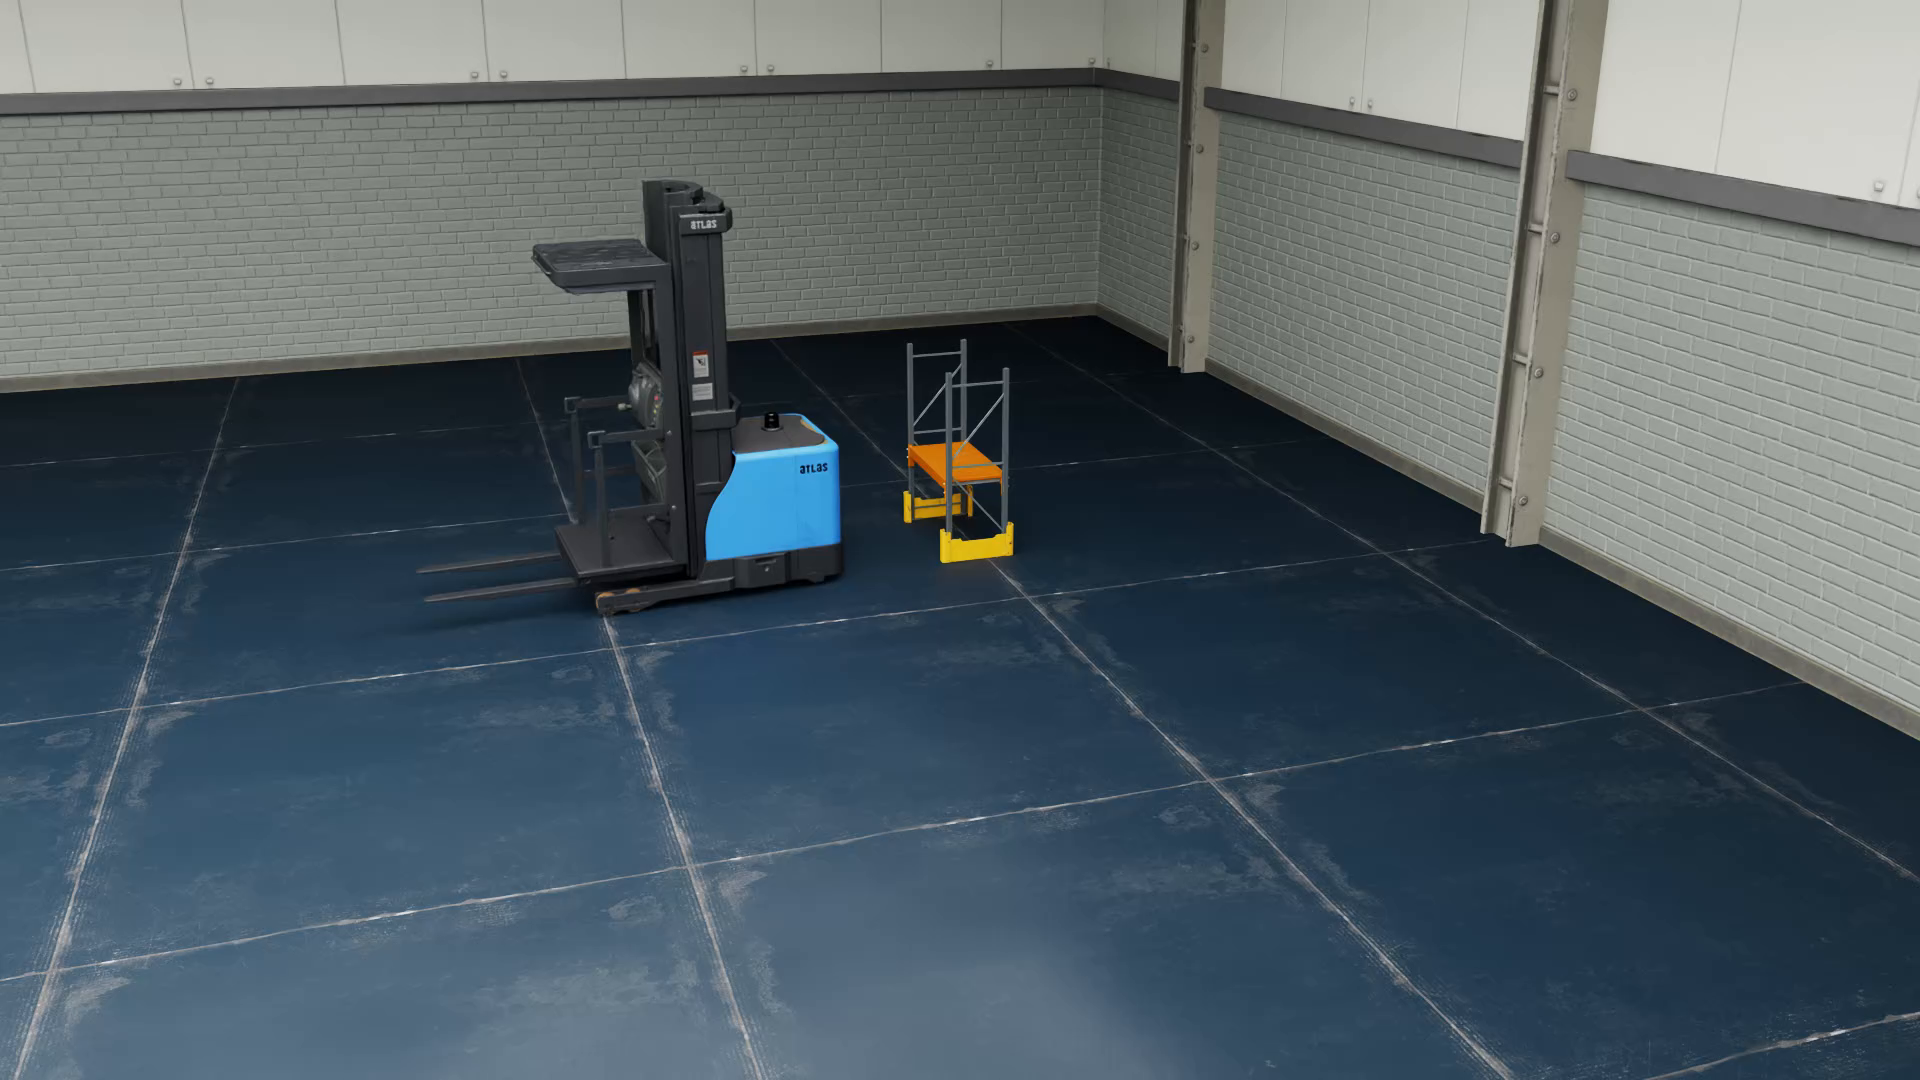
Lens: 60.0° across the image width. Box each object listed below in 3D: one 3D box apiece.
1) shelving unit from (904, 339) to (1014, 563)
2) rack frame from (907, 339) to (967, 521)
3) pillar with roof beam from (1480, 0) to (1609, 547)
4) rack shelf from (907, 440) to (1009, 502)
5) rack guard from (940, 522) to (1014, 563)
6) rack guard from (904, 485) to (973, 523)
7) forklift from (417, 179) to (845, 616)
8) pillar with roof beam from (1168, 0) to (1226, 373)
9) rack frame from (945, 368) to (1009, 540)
[{"bbox_3d":[-0.024,-0.730,13.231,0.587,1.500,1.083,-6,21,-17],"label":"shelving unit"},{"bbox_3d":[-0.187,-0.896,13.693,0.500,1.500,0.032,-6,21,-17],"label":"rack frame"},{"bbox_3d":[0.374,-3.800,10.684,9.100,9.000,0.400,-6,21,-17],"label":"pillar with roof beam"},{"bbox_3d":[-0.027,-0.564,13.300,0.538,0.185,1.000,-6,21,-17],"label":"rack shelf"},{"bbox_3d":[0.133,0.018,12.997,0.587,0.250,0.087,-6,21,-17],"label":"rack guard"},{"bbox_3d":[-0.180,-0.302,13.887,0.587,0.250,0.087,-6,21,-17],"label":"rack guard"},{"bbox_3d":[-2.440,-1.040,11.975,3.031,2.935,1.130,-8,21,-21],"label":"forklift"},{"bbox_3d":[-1.512,-5.726,16.045,9.100,9.000,0.400,-6,21,-17],"label":"pillar with roof beam"},{"bbox_3d":[0.133,-0.570,12.785,0.500,1.500,0.032,-6,21,-17],"label":"rack frame"}]
